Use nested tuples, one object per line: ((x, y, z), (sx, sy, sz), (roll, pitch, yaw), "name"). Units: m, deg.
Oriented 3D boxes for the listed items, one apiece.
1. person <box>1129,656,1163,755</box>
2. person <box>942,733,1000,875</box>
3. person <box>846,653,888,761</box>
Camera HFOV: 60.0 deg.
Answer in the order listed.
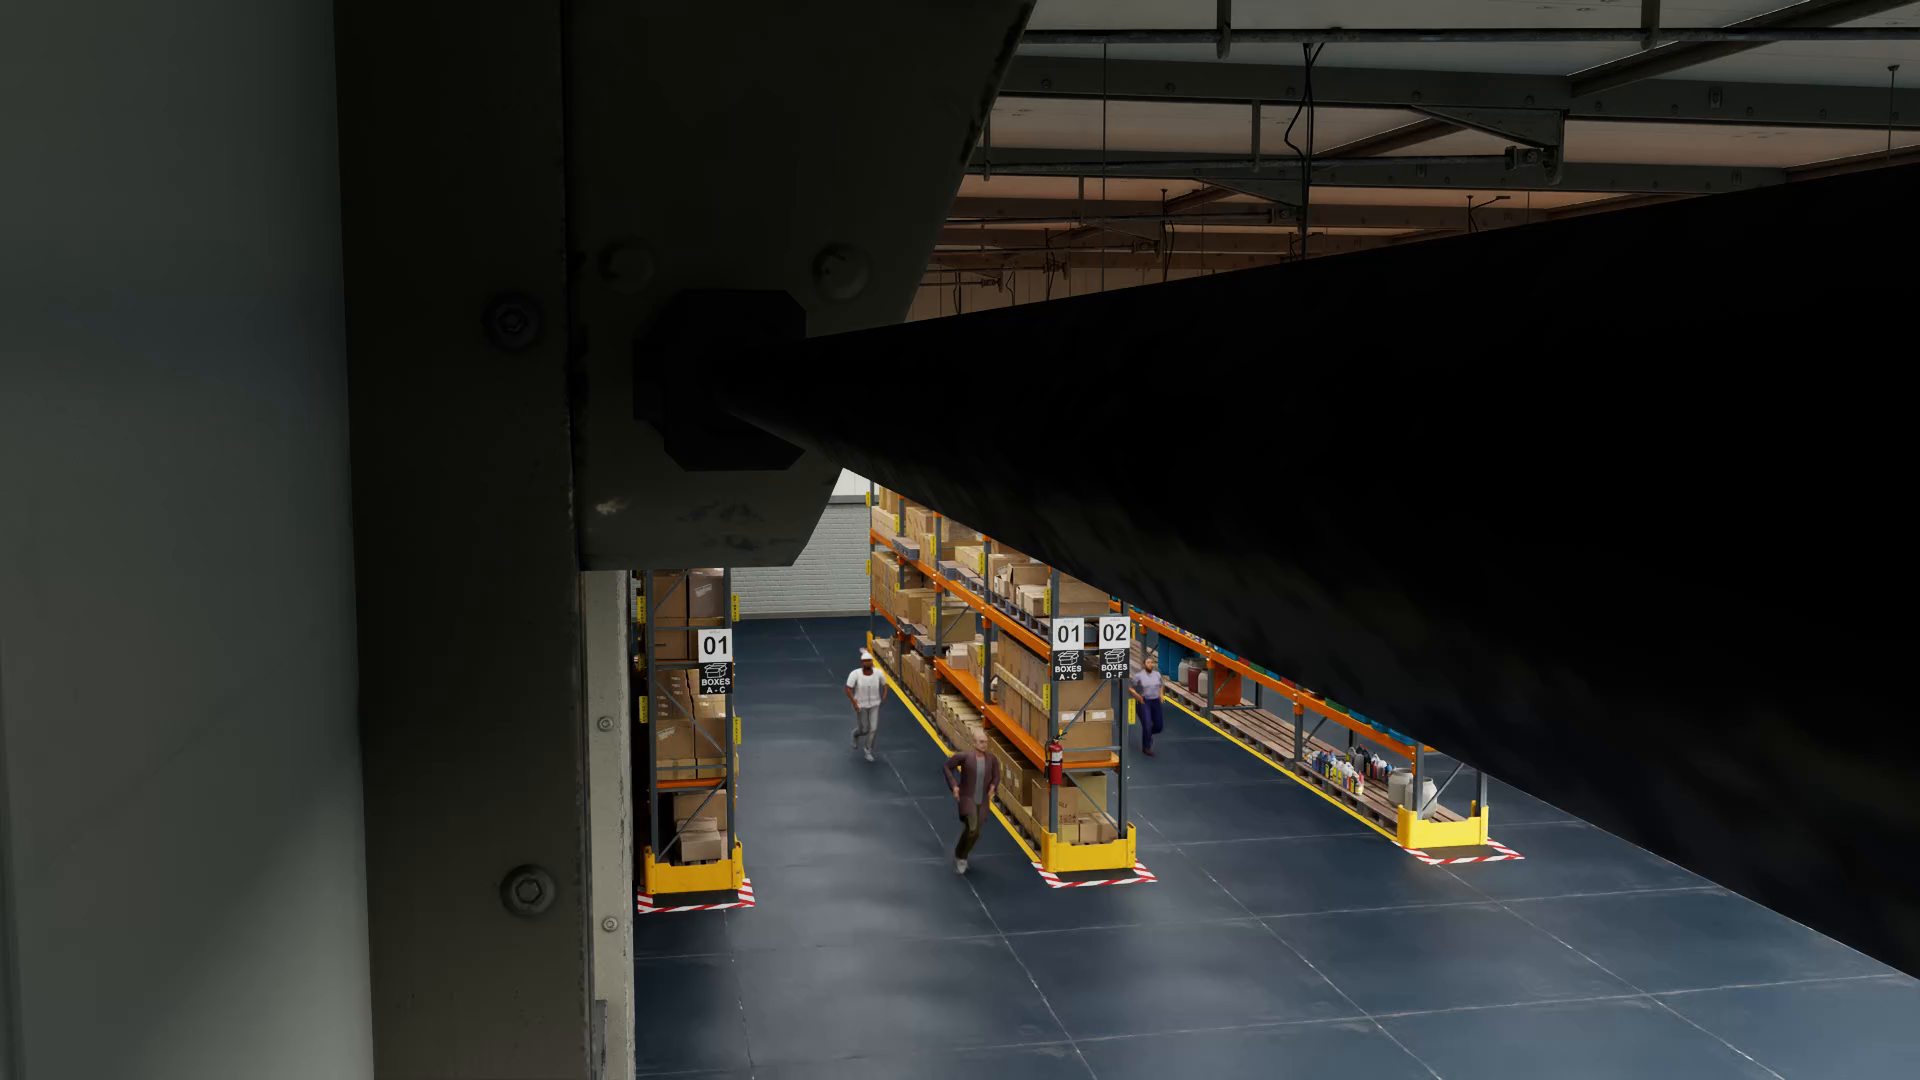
((3.068, 2.695, 27.212), (0.605, 1.593, 0.578), (-2, 6, -17), "person")
((0.195, 3.287, 20.887), (0.705, 1.733, 0.670), (-3, 7, -25), "person")
((-1.495, 2.668, 26.919), (0.698, 1.741, 0.662), (-2, 6, -16), "person")
